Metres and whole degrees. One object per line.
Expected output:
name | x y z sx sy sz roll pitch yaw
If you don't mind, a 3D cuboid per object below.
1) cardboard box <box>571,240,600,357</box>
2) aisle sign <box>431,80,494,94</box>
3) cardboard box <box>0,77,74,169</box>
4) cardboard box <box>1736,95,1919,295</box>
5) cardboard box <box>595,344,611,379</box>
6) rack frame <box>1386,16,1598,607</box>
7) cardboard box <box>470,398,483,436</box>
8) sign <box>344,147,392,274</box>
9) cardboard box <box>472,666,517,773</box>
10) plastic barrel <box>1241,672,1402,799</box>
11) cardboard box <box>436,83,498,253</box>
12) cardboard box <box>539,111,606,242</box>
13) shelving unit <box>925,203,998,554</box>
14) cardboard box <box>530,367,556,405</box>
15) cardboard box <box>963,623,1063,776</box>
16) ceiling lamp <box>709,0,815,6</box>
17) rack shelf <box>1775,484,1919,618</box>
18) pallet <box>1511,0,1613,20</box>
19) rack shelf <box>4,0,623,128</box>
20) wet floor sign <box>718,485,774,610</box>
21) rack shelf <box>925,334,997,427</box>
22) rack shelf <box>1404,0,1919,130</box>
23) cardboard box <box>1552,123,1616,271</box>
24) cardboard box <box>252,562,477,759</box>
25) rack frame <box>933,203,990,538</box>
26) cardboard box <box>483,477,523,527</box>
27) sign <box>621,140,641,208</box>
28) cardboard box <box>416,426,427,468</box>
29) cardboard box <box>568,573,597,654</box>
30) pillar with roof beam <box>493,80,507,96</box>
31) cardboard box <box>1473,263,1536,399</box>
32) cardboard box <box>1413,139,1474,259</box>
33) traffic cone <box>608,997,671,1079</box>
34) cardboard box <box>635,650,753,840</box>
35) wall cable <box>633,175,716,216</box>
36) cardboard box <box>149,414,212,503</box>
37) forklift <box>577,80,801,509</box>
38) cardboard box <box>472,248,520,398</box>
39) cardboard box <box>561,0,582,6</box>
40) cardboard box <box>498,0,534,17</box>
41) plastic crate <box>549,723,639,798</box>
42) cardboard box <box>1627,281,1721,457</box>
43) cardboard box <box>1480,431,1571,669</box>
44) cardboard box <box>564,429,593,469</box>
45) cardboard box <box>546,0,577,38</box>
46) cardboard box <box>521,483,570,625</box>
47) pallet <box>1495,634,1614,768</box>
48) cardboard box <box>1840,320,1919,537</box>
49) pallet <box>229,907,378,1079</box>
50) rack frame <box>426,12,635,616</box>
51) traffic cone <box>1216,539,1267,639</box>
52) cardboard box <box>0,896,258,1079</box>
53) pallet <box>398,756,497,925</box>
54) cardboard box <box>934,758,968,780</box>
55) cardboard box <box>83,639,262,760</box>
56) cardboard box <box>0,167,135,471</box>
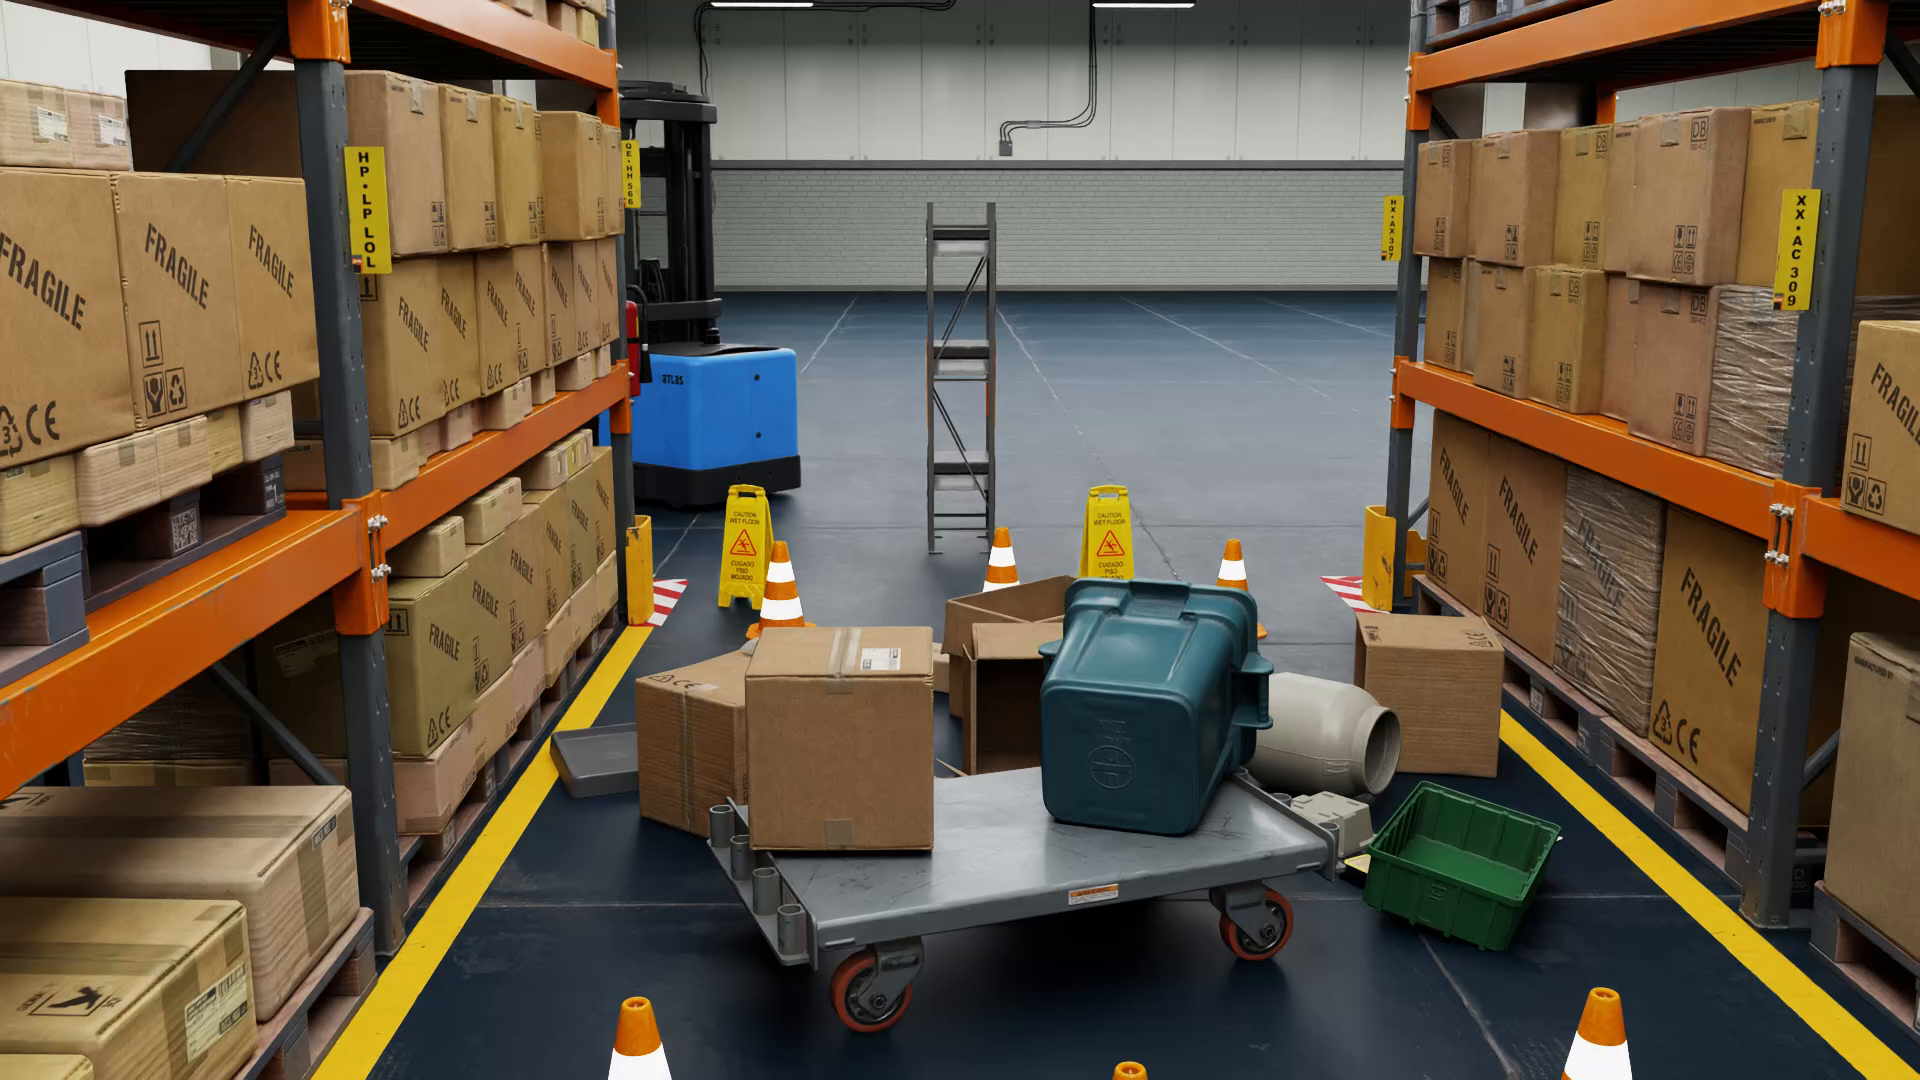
cardboard box | -1.895 -1.076 7.318 0.500 0.500 0.500 0 11 -1
aisle sign | -2.499 -2.372 8.171 0.394 0.787 0.004 0 11 -1
cardboard box | -1.813 -0.729 2.919 0.380 0.149 0.250 -1 11 -4
cardboard box | 2.869 -1.009 4.895 0.875 0.550 0.550 0 11 -1
cardboard box | -1.850 -0.841 7.792 0.380 0.149 0.250 0 11 -2
rack frame | 2.759 -1.128 8.574 1.000 3.000 0.127 0 11 -1
cardboard box | -1.891 -0.438 5.805 0.380 0.149 0.250 0 11 -1
sign | -1.550 -0.863 4.355 0.100 0.325 0.005 0 11 -1
cardboard box | -1.869 0.625 5.793 0.500 0.250 0.500 0 11 2
plastic barrel | 1.285 0.711 5.991 0.512 0.421 0.421 9 15 38
cardboard box | -1.886 -1.167 5.253 0.700 0.500 0.500 0 11 -1
cardboard box | -1.842 -1.470 6.746 0.700 0.500 0.500 0 11 -2
shelving unit | 0.003 -0.996 10.188 0.431 2.100 0.503 0 11 -1
cardboard box | -1.869 -0.637 6.786 0.380 0.149 0.250 0 11 -2
cardboard box | 0.408 0.594 6.024 0.797 0.637 0.503 0 11 -1
ceiling lamp | -3.828 -11.940 32.098 2.000 3.185 0.800 0 11 -1
rack shelf | 2.883 0.417 2.767 1.077 0.370 4.000 0 11 -1
pallet | 2.813 -2.164 6.360 1.003 0.211 1.213 0 11 -1
rack shelf | -2.146 -1.807 6.188 1.077 0.370 4.000 0 11 -1
wet floor sign | -1.122 0.024 8.817 0.267 0.644 0.232 4 12 18
rack shelf | 0.003 -0.983 10.191 0.431 0.518 0.480 0 11 -1
rack shelf | 2.801 -1.848 6.388 1.077 0.370 4.000 0 11 -1
cardboard box | 2.849 -1.331 6.482 0.875 0.550 0.500 0 11 -1
cardboard box | -1.847 0.364 5.196 0.500 0.500 0.500 0 11 2
rack frame | -0.002 -1.045 10.427 0.400 2.100 0.015 0 11 -1
cardboard box | -1.811 -0.135 6.023 0.380 0.149 0.250 0 11 2
sign | -1.632 -1.808 8.220 0.100 0.325 0.005 0 11 -1
cardboard box | -1.848 -0.283 5.042 0.380 0.149 0.250 0 11 0
cardboard box | -1.899 0.317 7.312 0.500 0.250 0.500 0 11 -1
pillar with roof beam | -4.229 -8.653 30.577 9.100 9.000 0.400 0 11 -1
cardboard box | 2.732 -0.907 7.107 0.875 0.550 0.550 0 11 -1
cardboard box | 2.728 -1.657 8.087 0.875 0.550 0.550 0 11 -1
traffic cone | -0.679 1.192 3.521 0.336 0.463 0.334 0 11 -1
cardboard box | -0.767 0.713 5.781 0.500 0.500 0.500 9 15 38
wall cable | -7.395 -8.897 39.590 3.097 2.526 0.112 0 11 -1
cardboard box | -1.789 -0.170 3.429 0.380 0.149 0.250 0 11 -2
forklift | -2.614 -1.868 12.394 3.031 2.935 1.130 9 15 39
cardboard box | -1.866 -0.775 5.836 0.500 0.500 0.500 0 11 -2
cardboard box | -1.912 -2.429 7.073 0.500 0.250 0.500 0 11 -2
cardboard box | -1.824 -2.059 6.254 0.380 0.149 0.250 0 11 -2
plastic crate | -1.317 0.823 6.301 0.402 0.080 0.583 -4 12 -21
cardboard box | 2.789 -0.589 5.539 0.875 0.550 0.550 0 11 -1
cardboard box | 2.860 0.017 7.218 0.875 0.875 0.875 0 11 -2
cardboard box | -1.835 -0.400 7.329 0.380 0.149 0.250 0 11 0
cardboard box | -1.891 -2.262 7.253 0.380 0.149 0.250 0 11 1
cardboard box | -1.893 0.049 6.746 0.500 0.500 0.500 -1 11 -2
pallet | 2.876 0.639 6.877 1.003 0.211 1.213 0 11 -1
cardboard box | 2.584 -0.276 4.124 0.500 0.500 0.500 0 11 -1
pallet | -2.087 1.229 3.970 1.003 0.211 1.213 0 11 -1
rack frame | -2.187 -1.087 8.375 1.000 3.000 0.127 0 11 -1
traffic cone | 1.351 0.227 8.277 0.336 0.463 0.334 0 11 -1
cardboard box | -2.073 1.037 3.457 0.950 0.372 0.625 0 11 2
pallet | -2.154 0.941 5.390 1.003 0.211 1.213 0 11 -1
cardboard box | 0.024 0.877 5.569 0.258 0.266 0.396 -10 15 -40
cardboard box | -2.385 0.365 5.187 0.500 0.500 0.500 0 11 -2
cardboard box | -1.850 -0.401 2.935 0.500 0.500 0.500 0 11 1
